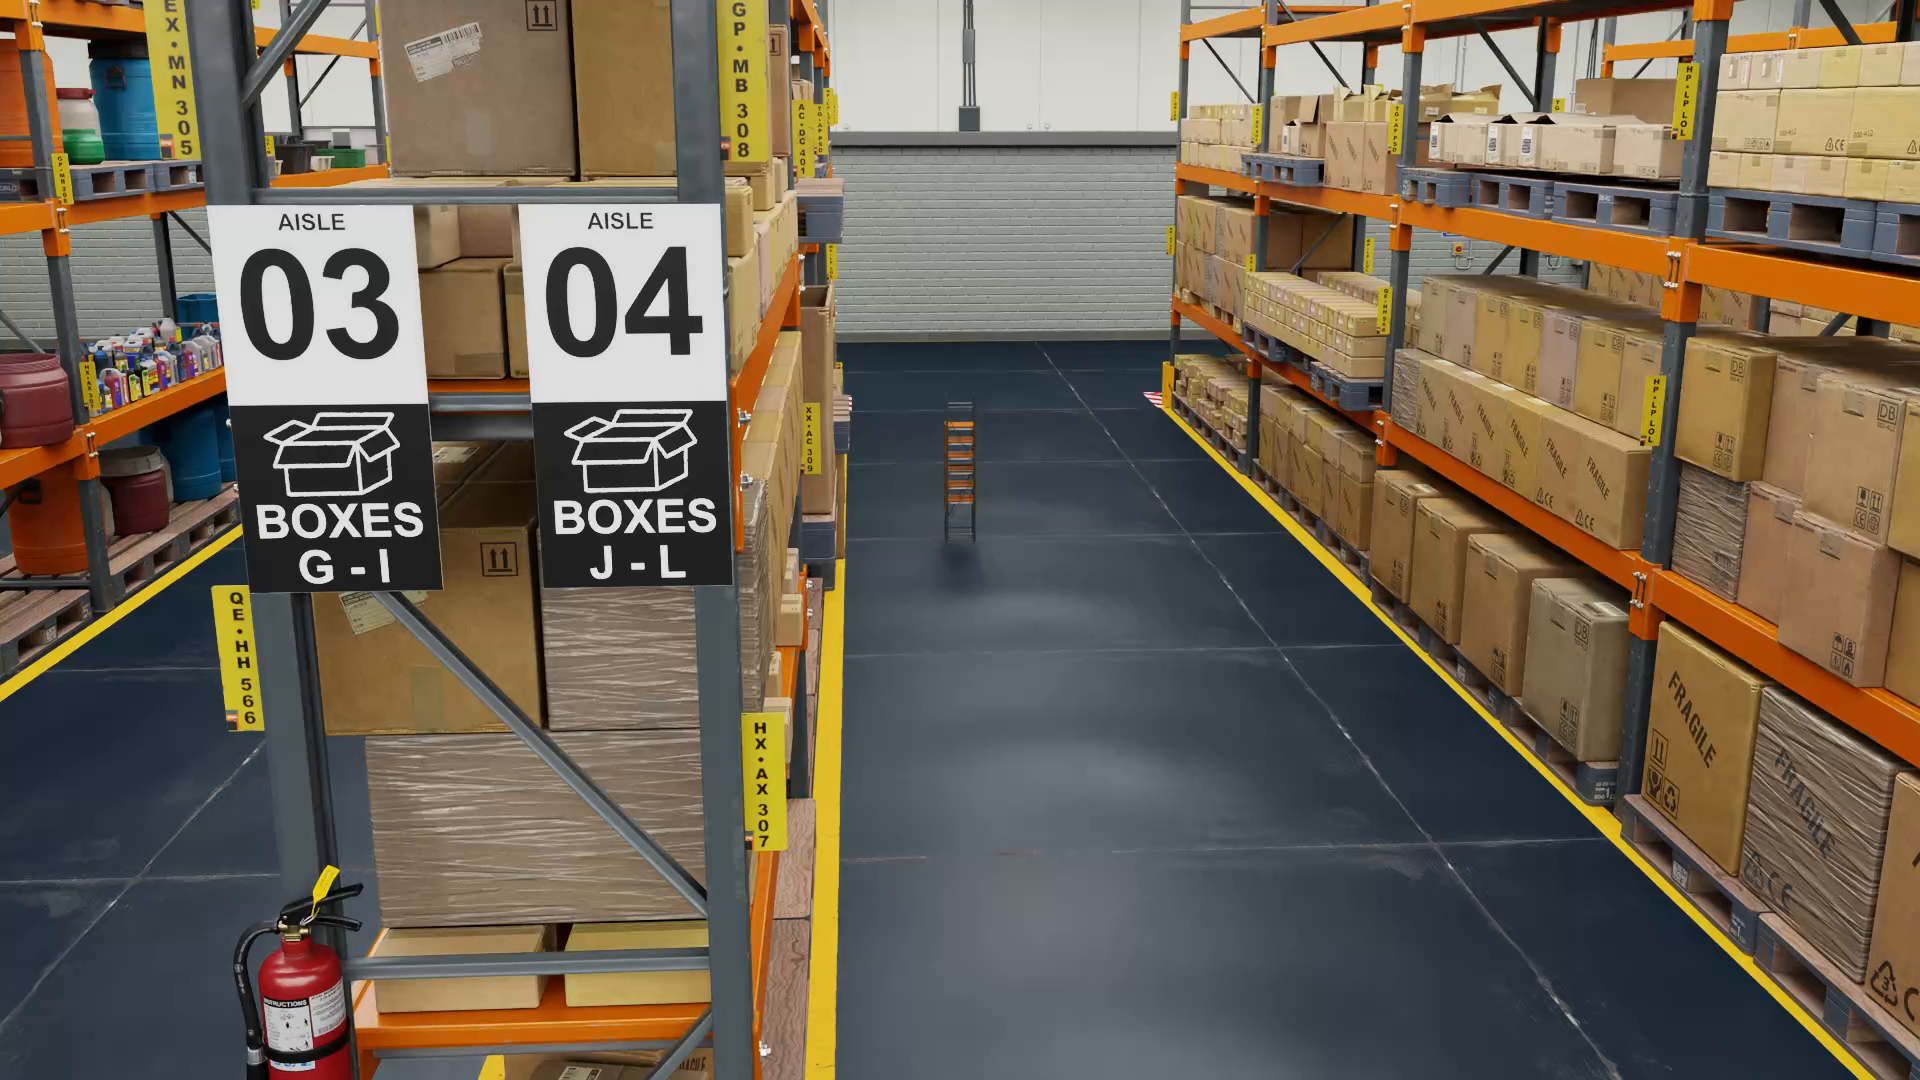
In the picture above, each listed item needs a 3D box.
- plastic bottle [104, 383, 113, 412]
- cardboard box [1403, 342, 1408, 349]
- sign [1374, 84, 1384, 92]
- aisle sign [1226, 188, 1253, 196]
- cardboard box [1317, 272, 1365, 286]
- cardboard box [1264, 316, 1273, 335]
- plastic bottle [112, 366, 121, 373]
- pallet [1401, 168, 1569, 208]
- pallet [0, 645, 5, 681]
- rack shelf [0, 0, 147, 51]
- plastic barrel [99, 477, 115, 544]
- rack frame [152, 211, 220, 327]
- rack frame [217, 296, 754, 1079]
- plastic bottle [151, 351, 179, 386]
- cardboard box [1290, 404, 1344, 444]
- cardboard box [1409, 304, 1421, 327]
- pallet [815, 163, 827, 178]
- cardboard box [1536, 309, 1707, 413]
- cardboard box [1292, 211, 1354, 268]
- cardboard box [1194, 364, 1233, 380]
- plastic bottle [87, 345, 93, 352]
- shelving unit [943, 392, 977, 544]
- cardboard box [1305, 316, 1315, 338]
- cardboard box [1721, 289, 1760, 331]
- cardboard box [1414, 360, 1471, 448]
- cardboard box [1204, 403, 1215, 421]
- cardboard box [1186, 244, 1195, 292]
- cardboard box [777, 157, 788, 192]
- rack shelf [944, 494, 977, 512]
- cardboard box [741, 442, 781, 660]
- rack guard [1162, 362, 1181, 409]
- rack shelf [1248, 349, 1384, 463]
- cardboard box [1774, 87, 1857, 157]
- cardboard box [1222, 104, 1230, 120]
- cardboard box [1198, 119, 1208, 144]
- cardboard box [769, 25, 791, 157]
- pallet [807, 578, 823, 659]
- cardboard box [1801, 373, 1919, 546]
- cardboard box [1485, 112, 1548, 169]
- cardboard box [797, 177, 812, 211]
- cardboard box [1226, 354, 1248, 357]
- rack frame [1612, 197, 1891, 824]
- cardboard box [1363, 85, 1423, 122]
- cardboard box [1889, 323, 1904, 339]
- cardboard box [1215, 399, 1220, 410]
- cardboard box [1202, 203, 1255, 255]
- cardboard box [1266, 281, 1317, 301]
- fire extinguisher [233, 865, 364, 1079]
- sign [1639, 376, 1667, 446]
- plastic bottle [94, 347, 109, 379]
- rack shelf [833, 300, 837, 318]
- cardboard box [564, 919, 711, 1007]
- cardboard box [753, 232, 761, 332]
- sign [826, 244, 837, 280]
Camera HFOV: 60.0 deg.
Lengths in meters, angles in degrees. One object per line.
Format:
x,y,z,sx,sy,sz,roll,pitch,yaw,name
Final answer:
-6.107,-1.018,11.863,0.097,0.201,0.097,0,14,0,plastic bottle
3.605,-1.473,12.894,0.380,0.149,0.250,0,14,-1,cardboard box
3.789,-3.974,15.106,0.100,0.325,0.005,-1,14,-3,sign
3.283,-4.348,19.187,0.394,0.787,0.004,-1,14,-3,aisle sign
3.455,-2.344,15.085,0.380,0.149,0.250,0,14,-1,cardboard box
2.850,-1.854,14.375,0.380,0.149,0.250,-1,14,-3,cardboard box
-6.190,-1.142,12.204,0.097,0.271,0.097,0,14,0,plastic bottle
3.576,-2.278,10.721,1.213,0.211,1.003,0,14,-1,pallet
-6.335,0.898,9.613,1.003,0.211,1.213,-1,14,-3,pallet
-6.541,-3.809,12.518,1.077,0.370,4.000,-1,14,-3,rack shelf
-6.588,-0.207,12.463,0.421,0.512,0.421,0,14,0,plastic barrel
-6.665,-1.943,15.059,1.000,3.000,0.127,-1,14,-3,rack frame
-0.978,0.965,3.757,1.000,3.000,0.127,-1,14,-3,rack frame
-6.207,-1.346,12.986,0.152,0.276,0.135,-1,14,-3,plastic bottle
3.080,-0.980,13.984,0.500,0.250,0.500,0,14,-1,cardboard box
3.618,-1.692,12.550,0.380,0.149,0.250,-1,14,-4,cardboard box
-1.566,-2.545,11.759,1.213,0.211,1.003,0,14,-1,pallet
3.630,-0.991,9.152,0.700,0.500,0.500,-1,14,-3,cardboard box
3.451,-2.864,15.833,0.500,0.500,0.500,-1,14,-2,cardboard box
2.804,-1.849,18.379,0.380,0.149,0.250,-2,15,-6,cardboard box
-6.958,-1.419,13.278,0.097,0.271,0.097,0,14,0,plastic bottle
0.001,-0.577,13.363,0.258,1.200,0.189,-1,14,-3,shelving unit
2.933,-1.674,13.077,0.380,0.149,0.250,-1,14,-4,cardboard box
7.886,-2.333,16.372,0.500,0.500,0.500,-1,14,-3,cardboard box
3.276,-0.883,10.736,0.500,0.500,0.500,-1,14,-4,cardboard box
2.810,-1.369,17.706,0.380,0.149,0.250,-1,14,-3,cardboard box
2.798,-3.010,18.407,0.500,0.500,0.500,-1,14,-3,cardboard box
-0.917,-1.527,6.922,0.380,0.149,0.250,0,14,-2,cardboard box
0.001,-0.302,13.434,0.258,0.103,0.180,-1,14,-3,rack shelf
-0.764,0.023,4.615,0.500,0.500,0.500,-1,14,-3,cardboard box
2.992,-1.836,19.661,1.175,0.500,0.348,-1,14,-3,rack guard
3.360,-1.225,13.713,1.077,0.370,4.000,-1,14,-3,rack shelf
3.515,-1.606,6.390,0.500,0.250,0.500,-1,14,-4,cardboard box
2.838,-4.281,16.624,0.380,0.149,0.250,-1,14,-4,cardboard box
2.808,-4.319,17.572,0.500,0.250,0.500,-1,14,-3,cardboard box
-0.943,-1.809,6.718,0.500,0.500,0.500,-1,14,-5,cardboard box
-1.426,0.520,11.082,1.003,0.211,1.213,-1,14,-3,pallet
3.766,-0.313,6.257,0.875,0.550,0.550,-1,14,-3,cardboard box
3.372,-2.302,9.569,0.500,0.311,0.500,-1,14,-4,cardboard box
-1.126,-2.042,9.726,0.500,0.250,0.500,0,14,-2,cardboard box
3.274,-2.049,19.155,0.380,0.149,0.250,-1,14,-3,cardboard box
3.731,-0.082,7.824,1.000,3.000,0.127,-1,14,-3,rack frame
3.152,-3.172,12.079,0.396,0.266,0.258,-1,14,-3,cardboard box
8.014,-1.848,13.985,0.500,0.250,0.500,-1,14,-5,cardboard box
2.886,-1.439,17.380,0.380,0.149,0.250,-2,15,-6,cardboard box
2.833,-3.245,17.315,0.500,0.500,0.500,-1,14,-5,cardboard box
2.851,-2.141,14.294,0.380,0.149,0.250,-1,14,-4,cardboard box
-1.430,1.038,3.629,0.296,0.674,0.183,-1,14,-3,fire extinguisher
3.190,-0.593,7.647,0.100,0.325,0.005,-1,14,-3,sign
-6.809,-1.397,13.193,0.097,0.271,0.097,0,14,0,plastic bottle
-1.845,-2.169,17.379,1.077,0.370,4.000,-1,14,-3,rack shelf
-0.757,1.012,4.078,0.380,0.149,0.250,-1,14,-3,cardboard box
-0.788,-0.667,4.382,0.500,0.250,0.500,-1,14,-5,cardboard box
-1.180,-2.553,15.264,0.100,0.325,0.005,-1,14,-3,sign
